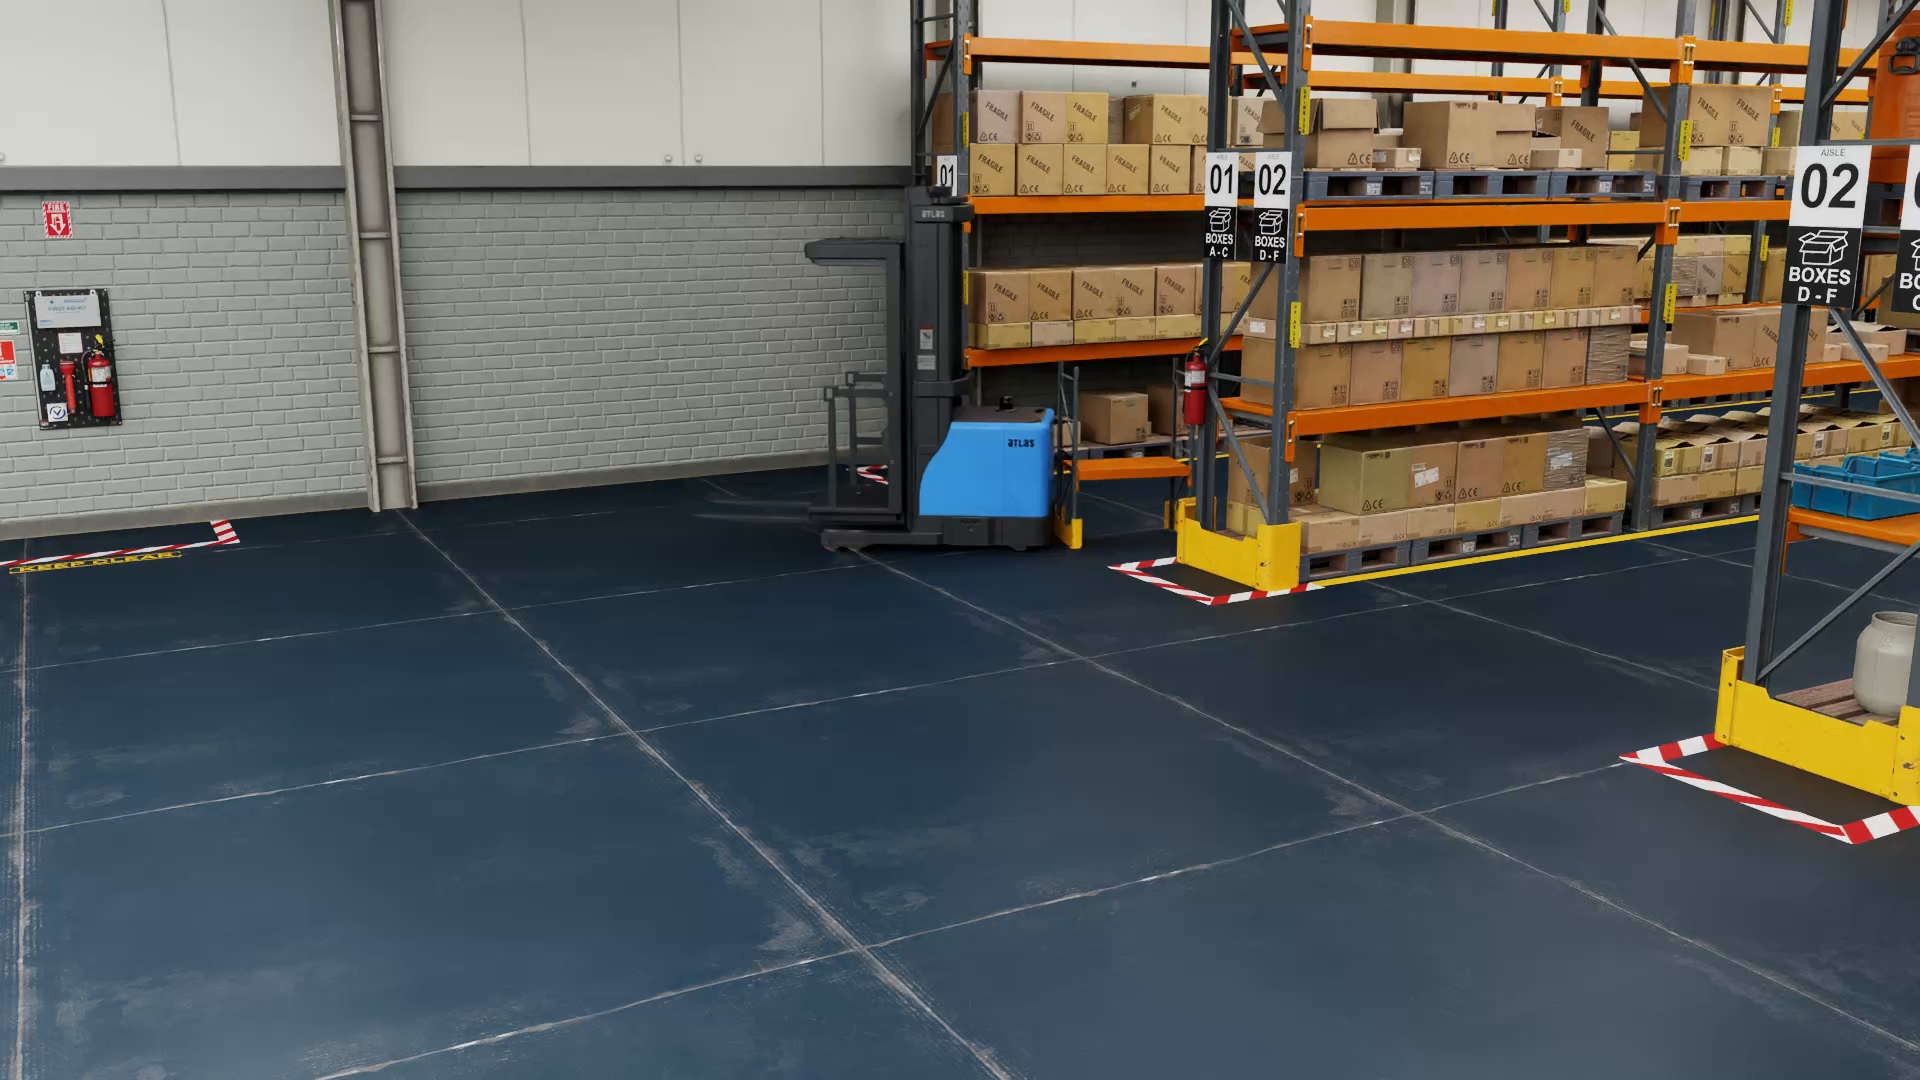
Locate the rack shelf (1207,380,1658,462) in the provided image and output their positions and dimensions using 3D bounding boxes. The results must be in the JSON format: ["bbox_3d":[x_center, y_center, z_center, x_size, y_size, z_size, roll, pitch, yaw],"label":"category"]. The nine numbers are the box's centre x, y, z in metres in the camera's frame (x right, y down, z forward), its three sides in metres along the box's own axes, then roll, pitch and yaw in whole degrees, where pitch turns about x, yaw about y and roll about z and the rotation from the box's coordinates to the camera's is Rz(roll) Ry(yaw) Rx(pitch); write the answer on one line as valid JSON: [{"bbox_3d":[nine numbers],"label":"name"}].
[{"bbox_3d":[3.924,-1.066,13.653,4.000,0.370,1.077,-7,14,-28],"label":"rack shelf"}]

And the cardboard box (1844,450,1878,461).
[{"bbox_3d":[8.395,-0.754,15.936,0.500,0.250,0.500,-7,14,-29],"label":"cardboard box"}]

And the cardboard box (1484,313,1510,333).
[{"bbox_3d":[4.197,-1.761,13.397,0.250,0.149,0.380,-6,14,-26],"label":"cardboard box"}]

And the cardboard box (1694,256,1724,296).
[{"bbox_3d":[9.597,-3.474,21.764,0.500,0.500,0.500,-7,14,-27],"label":"cardboard box"}]

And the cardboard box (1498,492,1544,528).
[{"bbox_3d":[4.502,-0.294,13.889,0.500,0.250,0.500,-7,14,-28],"label":"cardboard box"}]

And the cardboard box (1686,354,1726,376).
[{"bbox_3d":[6.556,-1.559,14.776,0.250,0.149,0.380,-7,14,-28],"label":"cardboard box"}]

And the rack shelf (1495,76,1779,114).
[{"bbox_3d":[8.569,-5.594,21.018,4.000,0.370,1.077,-7,14,-28],"label":"rack shelf"}]

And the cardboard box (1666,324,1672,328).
[{"bbox_3d":[9.817,-2.486,22.263,0.750,0.750,0.750,-7,14,-27],"label":"cardboard box"}]

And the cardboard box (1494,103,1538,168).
[{"bbox_3d":[4.174,-3.265,13.445,0.637,0.503,0.797,-5,14,-22],"label":"cardboard box"}]

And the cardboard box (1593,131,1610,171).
[{"bbox_3d":[7.652,-4.857,20.799,0.500,0.500,0.700,-8,15,-31],"label":"cardboard box"}]

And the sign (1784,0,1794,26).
[{"bbox_3d":[10.595,-6.741,21.260,0.005,0.325,0.100,-7,14,-28],"label":"sign"}]

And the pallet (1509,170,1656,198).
[{"bbox_3d":[4.944,-2.953,13.768,1.213,0.211,1.003,-7,14,-28],"label":"pallet"}]

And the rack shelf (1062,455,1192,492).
[{"bbox_3d":[1.391,-0.568,14.036,1.000,0.185,0.538,-3,13,-12],"label":"rack shelf"}]

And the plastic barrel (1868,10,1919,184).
[{"bbox_3d":[4.905,-2.205,8.309,0.708,0.830,0.600,-7,14,-28],"label":"plastic barrel"}]

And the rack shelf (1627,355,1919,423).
[{"bbox_3d":[7.435,-1.487,15.523,4.000,0.370,1.077,-7,14,-28],"label":"rack shelf"}]

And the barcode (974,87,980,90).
[{"bbox_3d":[0.176,-4.625,17.123,0.075,0.075,0.001,-7,14,-28],"label":"barcode"}]

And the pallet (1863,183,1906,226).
[{"bbox_3d":[5.312,-1.691,8.390,1.213,0.211,1.003,-7,14,-28],"label":"pallet"}]

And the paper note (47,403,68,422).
[{"bbox_3d":[-7.650,-1.082,14.093,0.142,0.148,0.016,-7,14,-28],"label":"paper note"}]

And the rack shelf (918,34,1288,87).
[{"bbox_3d":[1.548,-4.946,17.235,4.000,0.370,1.077,-7,14,-28],"label":"rack shelf"}]

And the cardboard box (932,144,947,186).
[{"bbox_3d":[0.037,-3.776,16.949,0.500,0.500,0.500,-6,14,-24],"label":"cardboard box"}]

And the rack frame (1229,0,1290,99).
[{"bbox_3d":[3.303,-5.509,18.090,0.127,3.000,1.000,-7,14,-28],"label":"rack frame"}]

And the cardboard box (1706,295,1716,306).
[{"bbox_3d":[9.705,-3.171,21.893,0.250,0.149,0.380,-6,14,-26],"label":"cardboard box"}]

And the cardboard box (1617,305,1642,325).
[{"bbox_3d":[5.544,-1.923,14.116,0.250,0.149,0.380,-7,14,-28],"label":"cardboard box"}]

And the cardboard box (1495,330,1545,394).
[{"bbox_3d":[4.391,-1.520,13.802,0.500,0.500,0.700,-7,14,-27],"label":"cardboard box"}]

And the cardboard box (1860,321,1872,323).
[{"bbox_3d":[13.283,-3.105,24.332,0.250,0.149,0.380,-7,14,-27],"label":"cardboard box"}]

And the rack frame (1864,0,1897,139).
[{"bbox_3d":[9.191,-4.975,15.720,0.127,3.000,1.000,-7,14,-28],"label":"rack frame"}]

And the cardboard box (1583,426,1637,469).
[{"bbox_3d":[5.898,-0.862,15.138,0.500,0.311,0.500,-7,14,-28],"label":"cardboard box"}]

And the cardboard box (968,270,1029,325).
[{"bbox_3d":[0.355,-2.456,16.777,0.500,0.500,0.500,-7,14,-28],"label":"cardboard box"}]

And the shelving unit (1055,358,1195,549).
[{"bbox_3d":[1.400,-0.744,13.998,1.083,1.500,0.587,-3,13,-12],"label":"shelving unit"}]

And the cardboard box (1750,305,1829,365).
[{"bbox_3d":[7.726,-1.917,15.569,0.500,0.500,0.500,-8,15,-31],"label":"cardboard box"}]

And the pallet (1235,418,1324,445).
[{"bbox_3d":[3.986,-1.303,19.420,1.213,0.211,1.003,-7,14,-28],"label":"pallet"}]

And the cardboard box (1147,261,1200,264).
[{"bbox_3d":[2.335,-2.821,18.402,0.500,0.500,0.500,-7,14,-28],"label":"cardboard box"}]

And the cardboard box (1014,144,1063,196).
[{"bbox_3d":[0.694,-3.719,16.699,0.500,0.500,0.500,-6,14,-24],"label":"cardboard box"}]

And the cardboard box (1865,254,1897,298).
[{"bbox_3d":[12.760,-3.856,23.729,0.700,0.700,0.980,-7,14,-28],"label":"cardboard box"}]

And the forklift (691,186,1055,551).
[{"bbox_3d":[-0.726,-1.455,13.900,3.031,2.935,1.130,1,13,6],"label":"forklift"}]

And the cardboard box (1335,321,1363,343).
[{"bbox_3d":[2.847,-1.600,12.682,0.250,0.149,0.380,-7,15,-29],"label":"cardboard box"}]

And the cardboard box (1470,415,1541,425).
[{"bbox_3d":[4.688,-0.814,14.493,0.500,0.500,0.500,-7,14,-28],"label":"cardboard box"}]

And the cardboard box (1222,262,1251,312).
[{"bbox_3d":[3.036,-2.775,18.195,0.500,0.500,0.500,-7,14,-28],"label":"cardboard box"}]

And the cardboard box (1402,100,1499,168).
[{"bbox_3d":[3.758,-3.114,12.779,0.500,0.500,0.500,-7,14,-28],"label":"cardboard box"}]

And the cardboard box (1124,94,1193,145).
[{"bbox_3d":[2.064,-4.370,17.312,0.500,0.500,0.500,-7,15,-30],"label":"cardboard box"}]

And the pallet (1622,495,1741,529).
[{"bbox_3d":[6.308,-0.352,15.193,1.213,0.211,1.003,-7,14,-28],"label":"pallet"}]

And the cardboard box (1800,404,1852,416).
[{"bbox_3d":[8.590,-1.187,16.580,0.500,0.311,0.500,-6,14,-26],"label":"cardboard box"}]

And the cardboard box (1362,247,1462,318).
[{"bbox_3d":[3.532,-2.050,13.204,0.500,0.500,0.700,-7,14,-28],"label":"cardboard box"}]

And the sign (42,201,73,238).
[{"bbox_3d":[-7.517,-2.667,13.847,0.199,0.298,0.001,-7,14,-28],"label":"sign"}]

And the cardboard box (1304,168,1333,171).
[{"bbox_3d":[3.821,-4.341,18.550,0.500,0.500,0.500,-5,13,-20],"label":"cardboard box"}]

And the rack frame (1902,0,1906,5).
[{"bbox_3d":[13.836,-6.771,23.700,0.127,3.000,1.000,-7,14,-28],"label":"rack frame"}]

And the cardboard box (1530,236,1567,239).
[{"bbox_3d":[7.544,-3.724,21.164,0.500,0.250,0.500,-7,15,-30],"label":"cardboard box"}]

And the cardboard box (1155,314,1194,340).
[{"bbox_3d":[2.157,-2.303,17.808,0.500,0.250,0.500,-7,14,-28],"label":"cardboard box"}]

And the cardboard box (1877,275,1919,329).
[{"bbox_3d":[9.690,-2.390,16.712,0.700,0.500,0.500,11,17,41],"label":"cardboard box"}]

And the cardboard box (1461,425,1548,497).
[{"bbox_3d":[4.496,-0.662,13.818,0.500,0.500,0.500,-7,14,-28],"label":"cardboard box"}]

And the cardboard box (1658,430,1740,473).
[{"bbox_3d":[6.604,-0.812,14.912,0.500,0.311,0.500,-7,14,-29],"label":"cardboard box"}]
